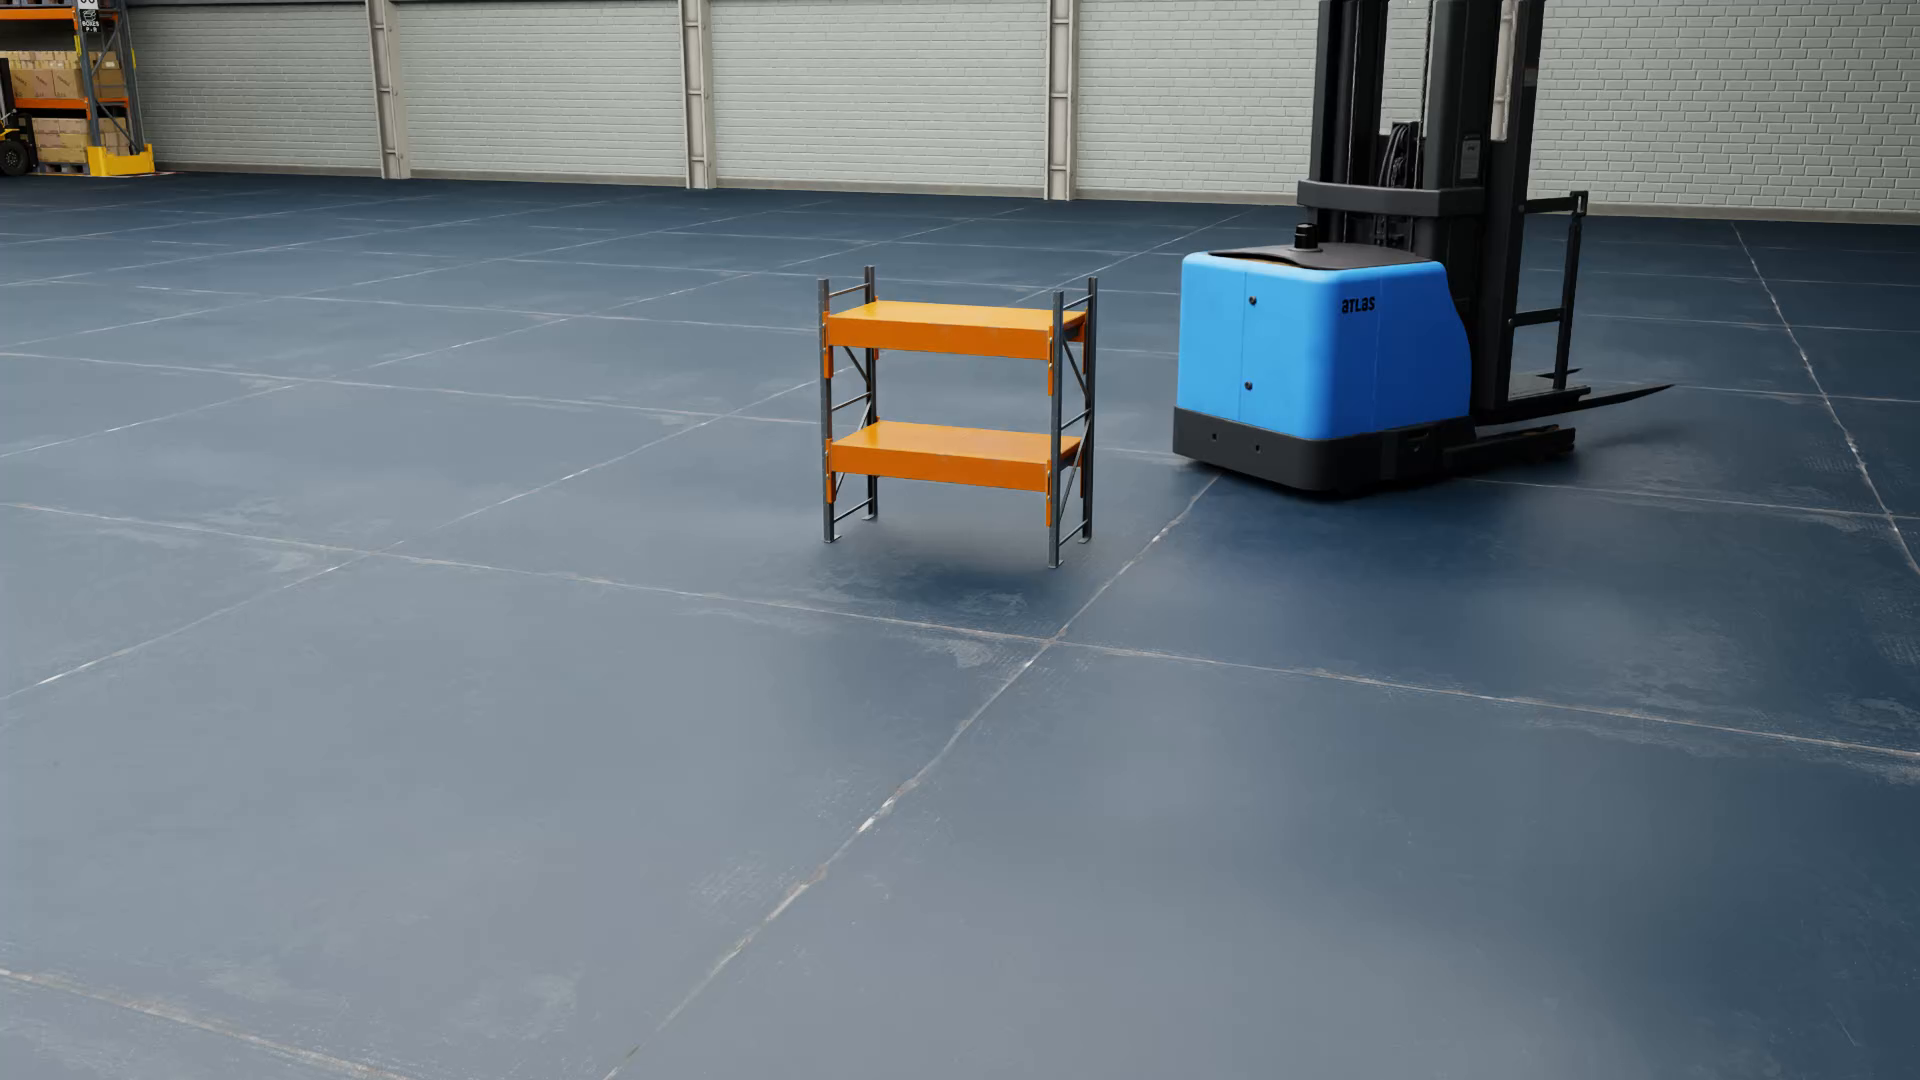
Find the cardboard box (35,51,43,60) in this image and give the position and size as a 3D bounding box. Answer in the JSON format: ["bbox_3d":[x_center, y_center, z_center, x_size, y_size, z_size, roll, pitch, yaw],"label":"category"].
[{"bbox_3d":[-16.071,-8.547,29.358,0.250,0.149,0.380,6,17,21],"label":"cardboard box"}]

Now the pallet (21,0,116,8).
[{"bbox_3d":[-15.610,-9.458,29.151,1.213,0.211,1.003,6,17,21],"label":"pallet"}]

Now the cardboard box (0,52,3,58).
[{"bbox_3d":[-17.029,-8.651,29.715,0.250,0.149,0.380,6,17,21],"label":"cardboard box"}]

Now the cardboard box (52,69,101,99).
[{"bbox_3d":[-15.516,-8.011,29.209,0.500,0.500,0.500,6,17,19],"label":"cardboard box"}]

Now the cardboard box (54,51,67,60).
[{"bbox_3d":[-15.613,-8.482,29.136,0.250,0.149,0.380,6,17,21],"label":"cardboard box"}]

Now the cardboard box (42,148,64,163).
[{"bbox_3d":[-15.974,-6.882,29.676,0.500,0.250,0.500,6,17,21],"label":"cardboard box"}]

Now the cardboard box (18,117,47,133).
[{"bbox_3d":[-16.455,-7.408,29.697,0.500,0.250,0.500,7,17,21],"label":"cardboard box"}]

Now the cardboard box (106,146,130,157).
[{"bbox_3d":[-15.347,-6.963,29.957,0.500,0.250,0.500,6,17,21],"label":"cardboard box"}]

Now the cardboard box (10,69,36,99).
[{"bbox_3d":[-16.472,-8.119,29.580,0.500,0.500,0.500,6,17,20],"label":"cardboard box"}]

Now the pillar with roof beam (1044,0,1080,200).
[{"bbox_3d":[-0.114,-8.209,19.310,0.400,9.000,9.100,6,17,21],"label":"pillar with roof beam"}]

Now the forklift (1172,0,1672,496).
[{"bbox_3d":[2.588,-1.911,8.499,3.031,2.935,1.130,-11,19,-33],"label":"forklift"}]

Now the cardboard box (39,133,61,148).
[{"bbox_3d":[-15.992,-7.125,29.618,0.500,0.250,0.500,6,17,20],"label":"cardboard box"}]

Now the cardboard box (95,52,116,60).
[{"bbox_3d":[-15.196,-8.573,29.448,0.250,0.149,0.380,6,17,20],"label":"cardboard box"}]

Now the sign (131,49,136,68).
[{"bbox_3d":[-14.752,-8.578,29.646,0.005,0.325,0.100,6,17,21],"label":"sign"}]

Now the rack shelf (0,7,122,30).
[{"bbox_3d":[-16.822,-9.280,29.671,4.000,0.370,1.077,6,17,21],"label":"rack shelf"}]

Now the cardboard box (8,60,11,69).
[{"bbox_3d":[-16.788,-8.477,29.650,0.250,0.149,0.380,6,17,20],"label":"cardboard box"}]

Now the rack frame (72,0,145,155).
[{"bbox_3d":[-14.962,-7.981,29.284,0.127,3.000,1.000,6,17,21],"label":"rack frame"}]

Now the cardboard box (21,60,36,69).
[{"bbox_3d":[-16.347,-8.407,29.411,0.250,0.149,0.380,6,17,19],"label":"cardboard box"}]

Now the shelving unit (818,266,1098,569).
[{"bbox_3d":[-0.006,-0.541,7.019,1.048,1.125,0.538,6,17,21],"label":"shelving unit"}]

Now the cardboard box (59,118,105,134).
[{"bbox_3d":[-15.504,-7.308,29.353,0.500,0.250,0.500,7,18,22],"label":"cardboard box"}]

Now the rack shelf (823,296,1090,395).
[{"bbox_3d":[-0.006,-0.822,6.938,1.000,0.278,0.538,6,17,21],"label":"rack shelf"}]

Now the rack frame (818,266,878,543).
[{"bbox_3d":[-0.479,-0.593,7.198,0.032,1.125,0.500,6,17,21],"label":"rack frame"}]

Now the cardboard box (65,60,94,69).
[{"bbox_3d":[-15.387,-8.303,29.052,0.250,0.149,0.380,7,17,21],"label":"cardboard box"}]

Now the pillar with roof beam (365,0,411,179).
[{"bbox_3d":[-11.277,-9.437,23.538,0.400,9.000,9.100,6,17,21],"label":"pillar with roof beam"}]

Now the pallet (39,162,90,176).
[{"bbox_3d":[-15.688,-6.709,29.905,1.213,0.211,1.003,6,17,21],"label":"pallet"}]

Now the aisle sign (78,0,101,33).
[{"bbox_3d":[-15.008,-9.146,28.636,0.004,0.787,0.394,6,17,21],"label":"aisle sign"}]

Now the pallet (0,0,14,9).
[{"bbox_3d":[-17.880,-9.707,30.010,1.213,0.211,1.003,6,17,21],"label":"pallet"}]

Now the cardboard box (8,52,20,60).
[{"bbox_3d":[-16.596,-8.570,29.437,0.250,0.149,0.380,7,17,22],"label":"cardboard box"}]

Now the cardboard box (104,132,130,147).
[{"bbox_3d":[-15.323,-7.204,29.891,0.500,0.250,0.500,7,17,22],"label":"cardboard box"}]

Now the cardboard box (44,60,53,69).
[{"bbox_3d":[-15.855,-8.364,29.261,0.250,0.149,0.380,7,17,22],"label":"cardboard box"}]
